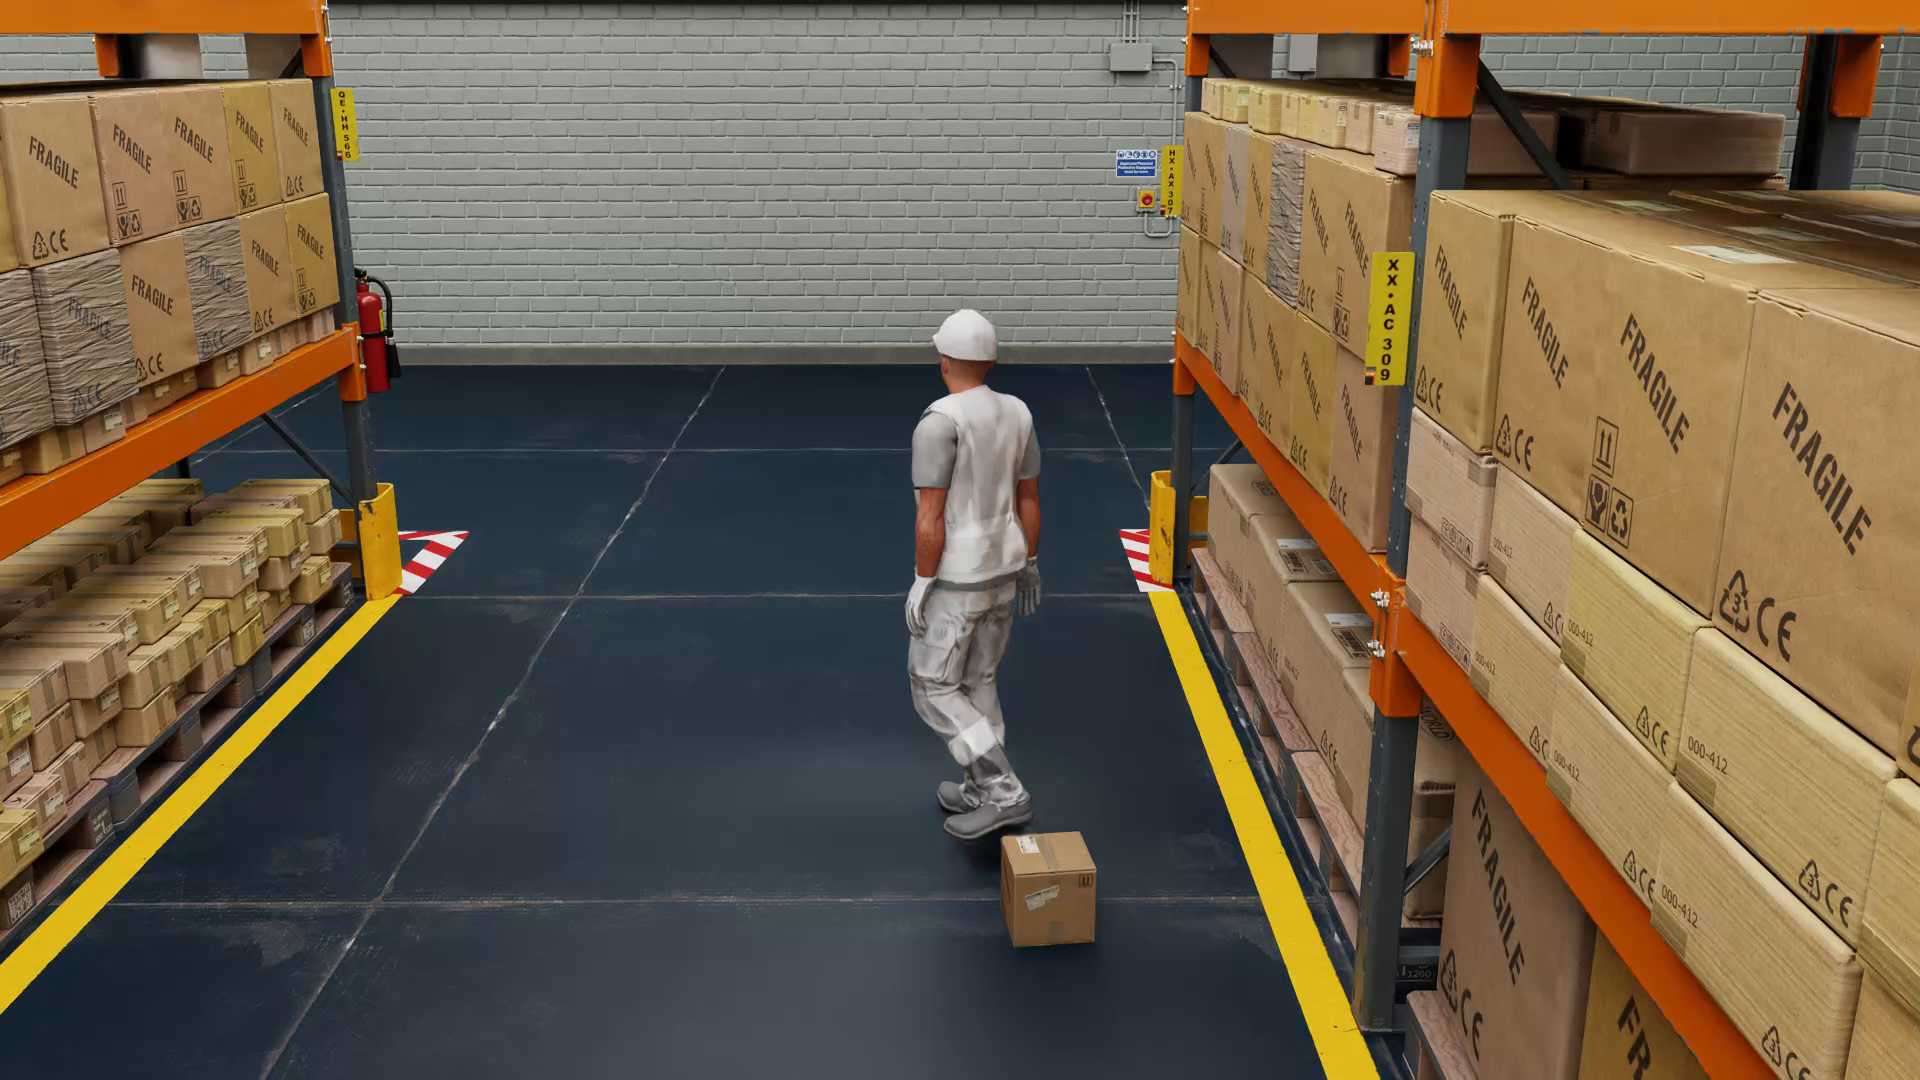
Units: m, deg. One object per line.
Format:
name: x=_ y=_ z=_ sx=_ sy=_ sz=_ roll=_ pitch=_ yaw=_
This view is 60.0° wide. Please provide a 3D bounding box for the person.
person: x=0.080 y=0.141 z=5.544 sx=0.583 sy=1.780 sz=0.586 roll=15 pitch=23 yaw=41
